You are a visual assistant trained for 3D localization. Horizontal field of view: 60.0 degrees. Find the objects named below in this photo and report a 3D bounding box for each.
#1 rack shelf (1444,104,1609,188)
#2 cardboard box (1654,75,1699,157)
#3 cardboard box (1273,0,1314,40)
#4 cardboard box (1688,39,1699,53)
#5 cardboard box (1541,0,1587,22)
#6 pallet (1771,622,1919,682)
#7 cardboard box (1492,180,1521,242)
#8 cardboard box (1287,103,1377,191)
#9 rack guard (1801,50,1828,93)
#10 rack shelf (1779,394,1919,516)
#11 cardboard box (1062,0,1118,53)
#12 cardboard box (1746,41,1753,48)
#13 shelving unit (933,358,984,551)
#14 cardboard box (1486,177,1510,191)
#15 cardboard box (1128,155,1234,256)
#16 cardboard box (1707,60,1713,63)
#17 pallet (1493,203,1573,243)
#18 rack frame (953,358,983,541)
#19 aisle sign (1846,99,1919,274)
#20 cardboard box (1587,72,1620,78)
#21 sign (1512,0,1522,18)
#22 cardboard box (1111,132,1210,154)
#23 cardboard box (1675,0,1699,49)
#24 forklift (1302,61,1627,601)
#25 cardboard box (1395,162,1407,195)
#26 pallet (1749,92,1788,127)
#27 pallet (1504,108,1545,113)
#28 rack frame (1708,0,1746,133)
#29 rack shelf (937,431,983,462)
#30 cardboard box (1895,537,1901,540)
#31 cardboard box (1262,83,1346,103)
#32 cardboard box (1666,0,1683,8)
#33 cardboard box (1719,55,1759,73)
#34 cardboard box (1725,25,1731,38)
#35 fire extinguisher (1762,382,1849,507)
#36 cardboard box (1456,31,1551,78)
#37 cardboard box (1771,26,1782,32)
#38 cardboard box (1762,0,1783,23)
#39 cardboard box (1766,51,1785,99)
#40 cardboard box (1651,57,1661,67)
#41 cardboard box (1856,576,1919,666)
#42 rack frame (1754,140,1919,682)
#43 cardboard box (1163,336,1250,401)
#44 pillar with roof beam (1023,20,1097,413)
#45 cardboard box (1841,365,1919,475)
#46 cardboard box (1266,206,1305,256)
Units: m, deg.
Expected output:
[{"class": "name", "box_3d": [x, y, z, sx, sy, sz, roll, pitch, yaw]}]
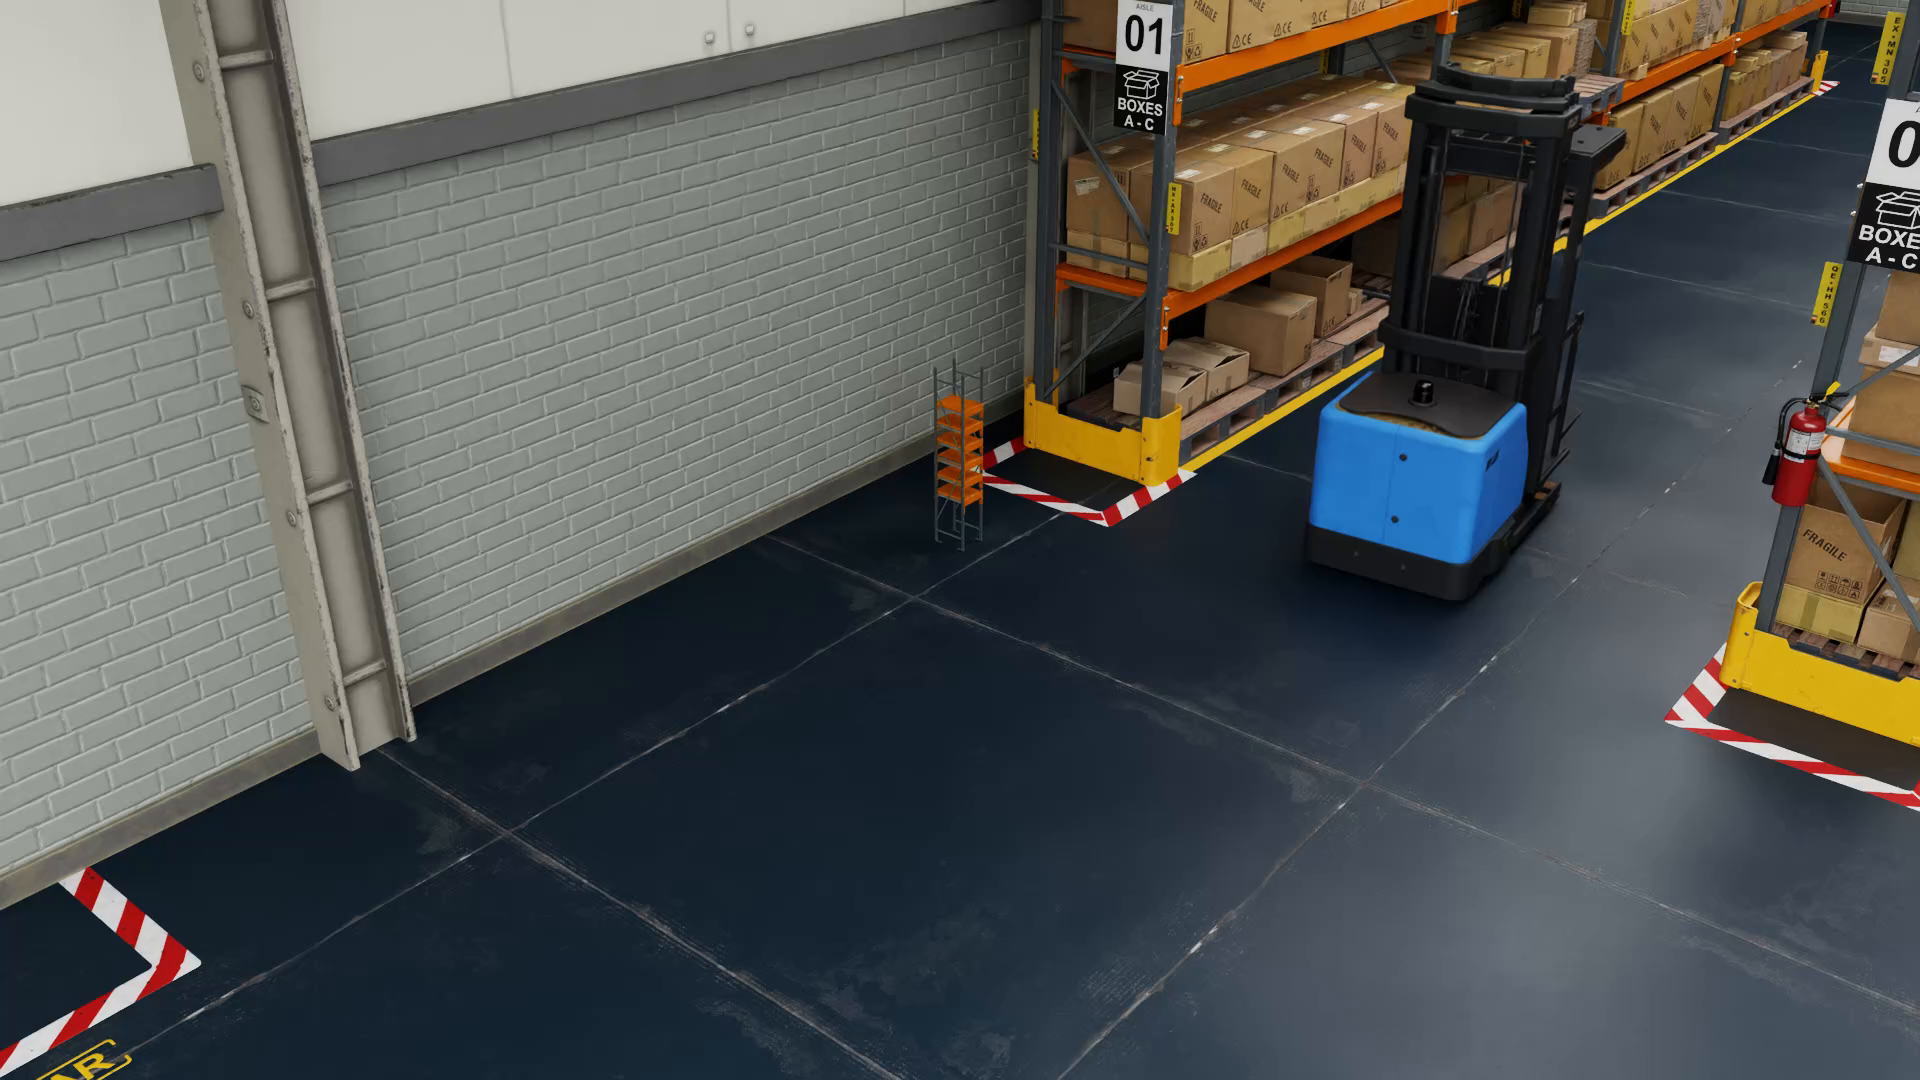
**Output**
[{"class": "rack shelf", "box_3d": [4.762, -3.702, 15.424, 1.077, 0.370, 4.000, 21, 34, 34]}, {"class": "cardboard box", "box_3d": [7.702, -4.796, 18.638, 0.750, 0.750, 0.750, 22, 35, 36]}, {"class": "cardboard box", "box_3d": [2.047, -3.690, 11.224, 0.500, 0.500, 0.500, 23, 35, 37]}, {"class": "cardboard box", "box_3d": [7.910, -5.490, 18.350, 0.380, 0.149, 0.250, 21, 34, 34]}, {"class": "cardboard box", "box_3d": [5.838, -5.127, 16.103, 0.380, 0.149, 0.250, 16, 31, 28]}, {"class": "pallet", "box_3d": [5.224, 0.508, 9.539, 1.003, 0.211, 1.213, 21, 34, 34]}, {"class": "cardboard box", "box_3d": [4.905, -3.212, 15.936, 0.700, 0.500, 0.500, 21, 34, 34]}, {"class": "cardboard box", "box_3d": [2.786, -2.975, 12.562, 0.500, 0.500, 0.500, 20, 33, 33]}, {"class": "rack guard", "box_3d": [11.138, -6.465, 22.703, 1.175, 0.500, 0.348, 21, 34, 34]}, {"class": "rack shelf", "box_3d": [6.042, -0.837, 9.886, 1.077, 0.370, 4.000, 21, 34, 34]}, {"class": "cardboard box", "box_3d": [1.016, -3.501, 10.859, 0.500, 0.500, 0.500, 24, 36, 38]}, {"class": "cardboard box", "box_3d": [9.875, -6.306, 21.233, 0.380, 0.149, 0.250, 21, 34, 35]}, {"class": "shelving unit", "box_3d": [-0.009, -0.528, 10.464, 0.258, 1.200, 0.189, 21, 34, 34]}, {"class": "cardboard box", "box_3d": [4.882, -3.510, 15.697, 0.500, 0.250, 0.500, 21, 34, 34]}, {"class": "cardboard box", "box_3d": [1.481, -2.251, 11.161, 0.500, 0.500, 0.500, 21, 34, 34]}, {"class": "cardboard box", "box_3d": [8.888, -5.755, 20.167, 0.380, 0.149, 0.250, 21, 34, 34]}, {"class": "pallet", "box_3d": [5.536, -3.215, 16.735, 1.003, 0.211, 1.213, 21, 34, 34]}, {"class": "rack frame", "box_3d": [0.049, -0.560, 10.527, 0.240, 1.200, 0.006, 21, 34, 34]}, {"class": "aisle sign", "box_3d": [4.502, -1.665, 7.874, 0.394, 0.787, 0.004, 21, 34, 34]}, {"class": "cardboard box", "box_3d": [6.422, -4.677, 16.777, 0.380, 0.149, 0.250, 20, 34, 34]}, {"class": "sign", "box_3d": [5.604, -5.406, 16.674, 0.100, 0.325, 0.005, 21, 34, 34]}, {"class": "cardboard box", "box_3d": [1.409, -2.574, 11.786, 0.500, 0.500, 0.500, 21, 34, 35]}, {"class": "cardboard box", "box_3d": [7.522, -5.559, 17.776, 0.500, 0.500, 0.500, 22, 34, 36]}, {"class": "forklift", "box_3d": [3.390, -1.568, 10.590, 1.130, 2.935, 3.031, 17, 32, 30]}, {"class": "cardboard box", "box_3d": [3.422, -2.998, 13.422, 0.500, 0.250, 0.500, 21, 34, 35]}, {"class": "pallet", "box_3d": [9.898, -5.591, 21.328, 1.003, 0.211, 1.213, 21, 34, 34]}, {"class": "pallet", "box_3d": [4.806, -3.931, 15.293, 1.003, 0.211, 1.213, 21, 34, 34]}, {"class": "rack frame", "box_3d": [8.578, -6.148, 19.371, 1.000, 3.000, 0.127, 21, 34, 34]}, {"class": "rack shelf", "box_3d": [-0.009, -0.595, 10.430, 0.258, 0.103, 0.180, 21, 34, 34]}, {"class": "cardboard box", "box_3d": [5.509, -0.048, 10.113, 0.500, 0.250, 0.500, 21, 34, 34]}, {"class": "cardboard box", "box_3d": [2.698, -3.300, 13.189, 0.500, 0.500, 0.500, 21, 34, 34]}, {"class": "cardboard box", "box_3d": [7.178, -5.704, 17.240, 0.500, 0.250, 0.500, 21, 34, 35]}, {"class": "cardboard box", "box_3d": [9.492, -5.816, 20.286, 0.380, 0.149, 0.250, 22, 35, 36]}, {"class": "cardboard box", "box_3d": [8.582, -5.843, 19.032, 0.380, 0.149, 0.250, 21, 34, 35]}, {"class": "fire extinguisher", "box_3d": [4.337, -0.507, 8.550, 0.296, 0.674, 0.183, 21, 34, 34]}, {"class": "cardboard box", "box_3d": [4.967, -4.352, 15.311, 0.700, 0.500, 0.500, 21, 34, 34]}, {"class": "cardboard box", "box_3d": [10.680, -6.756, 22.103, 0.380, 0.149, 0.250, 21, 34, 35]}, {"class": "cardboard box", "box_3d": [9.404, -6.726, 20.161, 0.980, 0.700, 0.700, 20, 33, 33]}, {"class": "cardboard box", "box_3d": [10.117, -6.010, 21.366, 0.700, 0.500, 0.500, 19, 33, 33]}, {"class": "cardboard box", "box_3d": [7.219, -5.141, 17.675, 0.380, 0.149, 0.250, 21, 34, 35]}, {"class": "cardboard box", "box_3d": [5.283, 0.462, 9.128, 0.500, 0.250, 0.500, 21, 34, 34]}, {"class": "rack frame", "box_3d": [4.770, -0.447, 8.350, 1.000, 3.000, 0.127, 21, 34, 34]}, {"class": "cardboard box", "box_3d": [1.818, -1.316, 12.477, 0.500, 0.311, 0.500, 24, 36, 38]}, {"class": "pillar with roof beam", "box_3d": [4.045, -3.801, 8.304, 9.100, 9.000, 0.400, 21, 34, 34]}, {"class": "cardboard box", "box_3d": [5.077, -0.654, 8.640, 0.700, 0.500, 0.500, 21, 34, 34]}, {"class": "cardboard box", "box_3d": [2.149, -2.284, 12.041, 0.500, 0.250, 0.500, 20, 34, 34]}]
